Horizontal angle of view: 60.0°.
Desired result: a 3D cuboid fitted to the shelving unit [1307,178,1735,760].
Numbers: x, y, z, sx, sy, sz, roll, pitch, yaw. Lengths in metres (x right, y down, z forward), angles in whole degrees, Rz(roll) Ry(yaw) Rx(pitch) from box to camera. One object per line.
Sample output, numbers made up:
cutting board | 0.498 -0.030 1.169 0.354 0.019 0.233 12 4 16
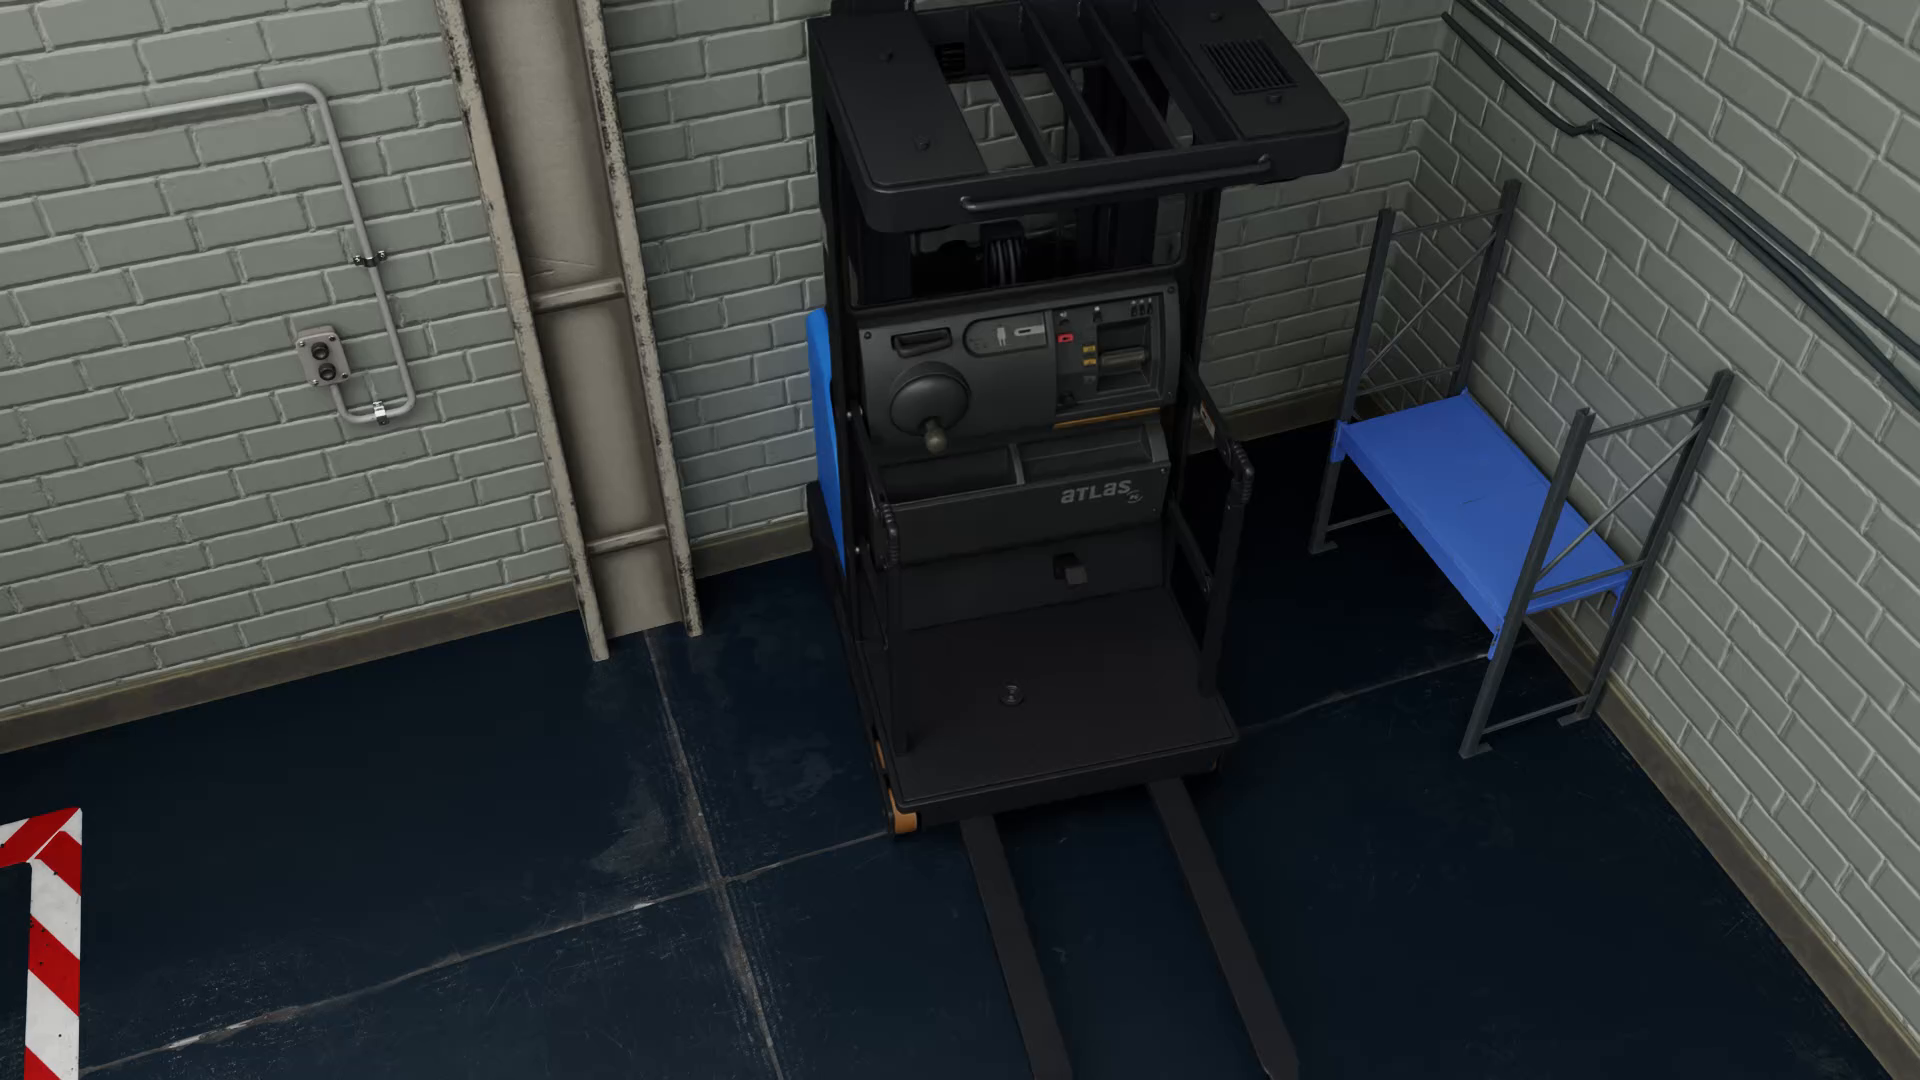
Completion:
shelving unit | 1.719 -0.210 5.400 0.538 1.500 1.048 -15 47 -15

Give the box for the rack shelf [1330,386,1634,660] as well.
rack shelf | 1.719 -0.083 5.528 0.538 0.185 1.000 -15 47 -15

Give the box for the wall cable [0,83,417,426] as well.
wall cable | -2.510 -0.852 4.265 1.851 1.984 0.084 -14 47 -14

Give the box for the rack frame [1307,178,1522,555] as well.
rack frame | 1.538 -0.546 5.736 0.500 1.500 0.032 -15 47 -15

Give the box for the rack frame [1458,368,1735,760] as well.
rack frame | 1.900 0.127 5.065 0.500 1.500 0.032 -15 47 -15

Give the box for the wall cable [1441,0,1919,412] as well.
wall cable | 2.048 -1.699 3.783 0.112 2.526 3.097 -14 47 -14

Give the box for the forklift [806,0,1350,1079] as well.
forklift | 0.232 -0.402 4.582 1.130 2.935 3.031 -10 46 -10
